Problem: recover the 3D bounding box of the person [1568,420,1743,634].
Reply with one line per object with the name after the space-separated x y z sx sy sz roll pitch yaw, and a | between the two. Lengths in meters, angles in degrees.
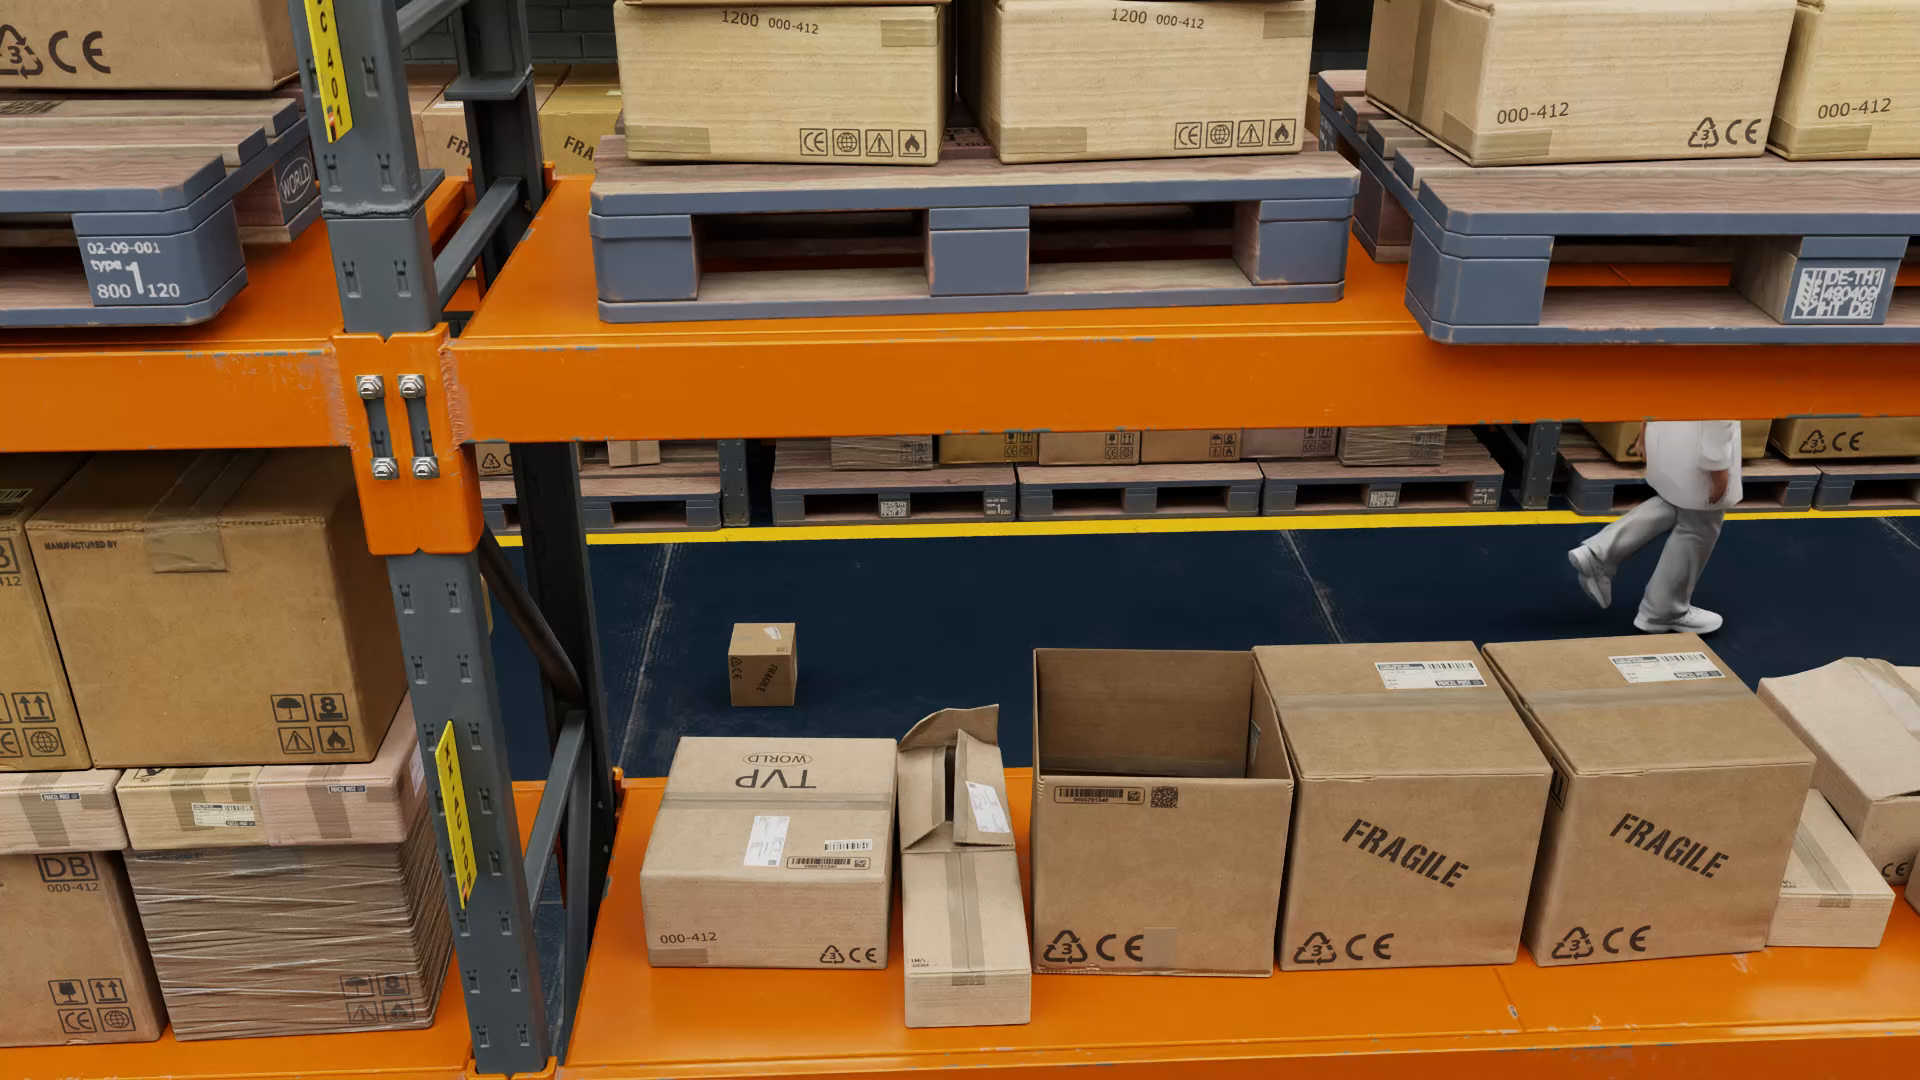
3.006 -0.414 6.894 0.613 1.765 0.596 -4 27 -8 | person
